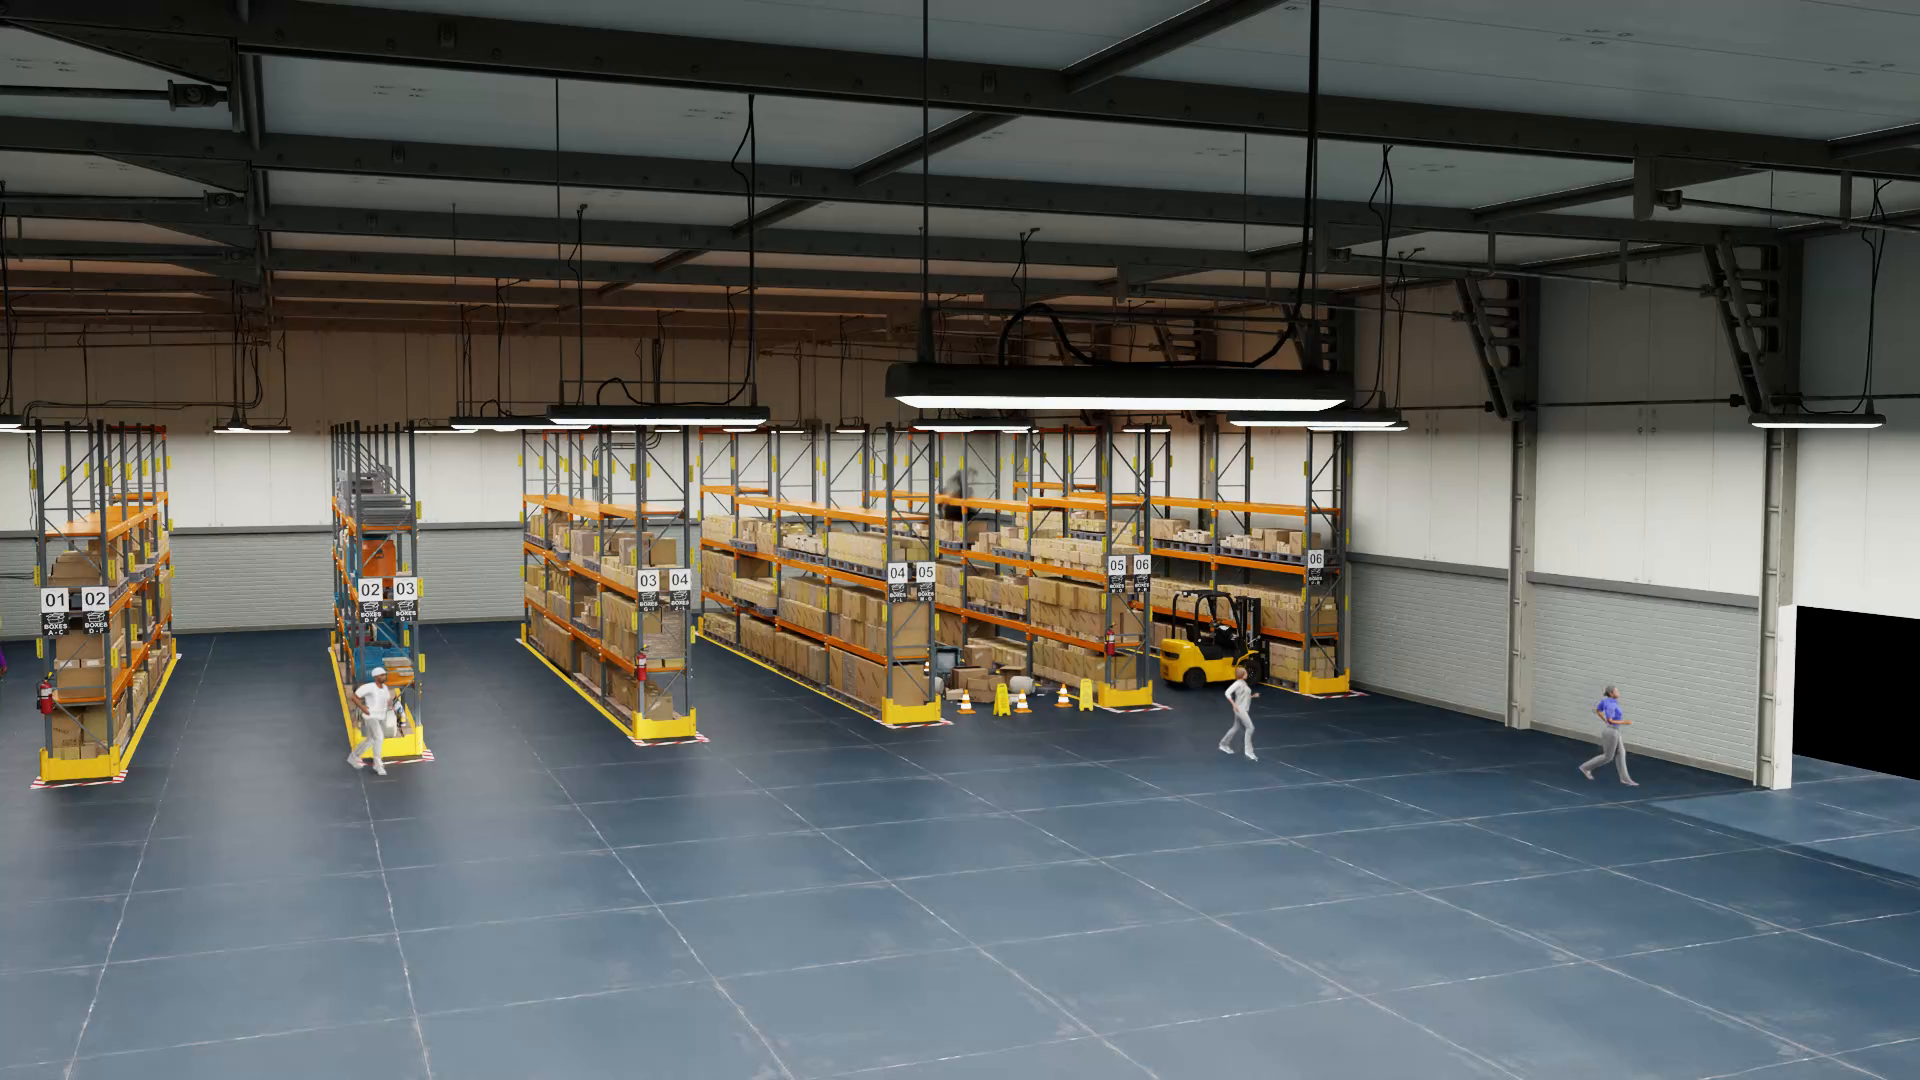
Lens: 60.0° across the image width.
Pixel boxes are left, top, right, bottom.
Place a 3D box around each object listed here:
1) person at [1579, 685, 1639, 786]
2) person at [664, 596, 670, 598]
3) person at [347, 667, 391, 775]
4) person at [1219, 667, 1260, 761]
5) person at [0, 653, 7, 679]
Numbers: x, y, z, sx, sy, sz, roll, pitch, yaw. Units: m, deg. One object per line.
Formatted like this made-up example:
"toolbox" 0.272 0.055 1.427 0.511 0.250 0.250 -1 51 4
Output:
"person" 10.618 3.192 27.168 0.920 1.648 0.581 1 4 21
"person" -8.426 1.934 46.916 0.730 1.749 0.681 0 4 -6
"person" -10.046 3.084 28.484 0.823 1.812 0.700 1 4 13
"person" 4.964 3.071 29.506 0.737 1.643 0.510 1 4 17
"person" -19.273 2.806 32.934 0.700 1.716 0.625 -2 4 -29
